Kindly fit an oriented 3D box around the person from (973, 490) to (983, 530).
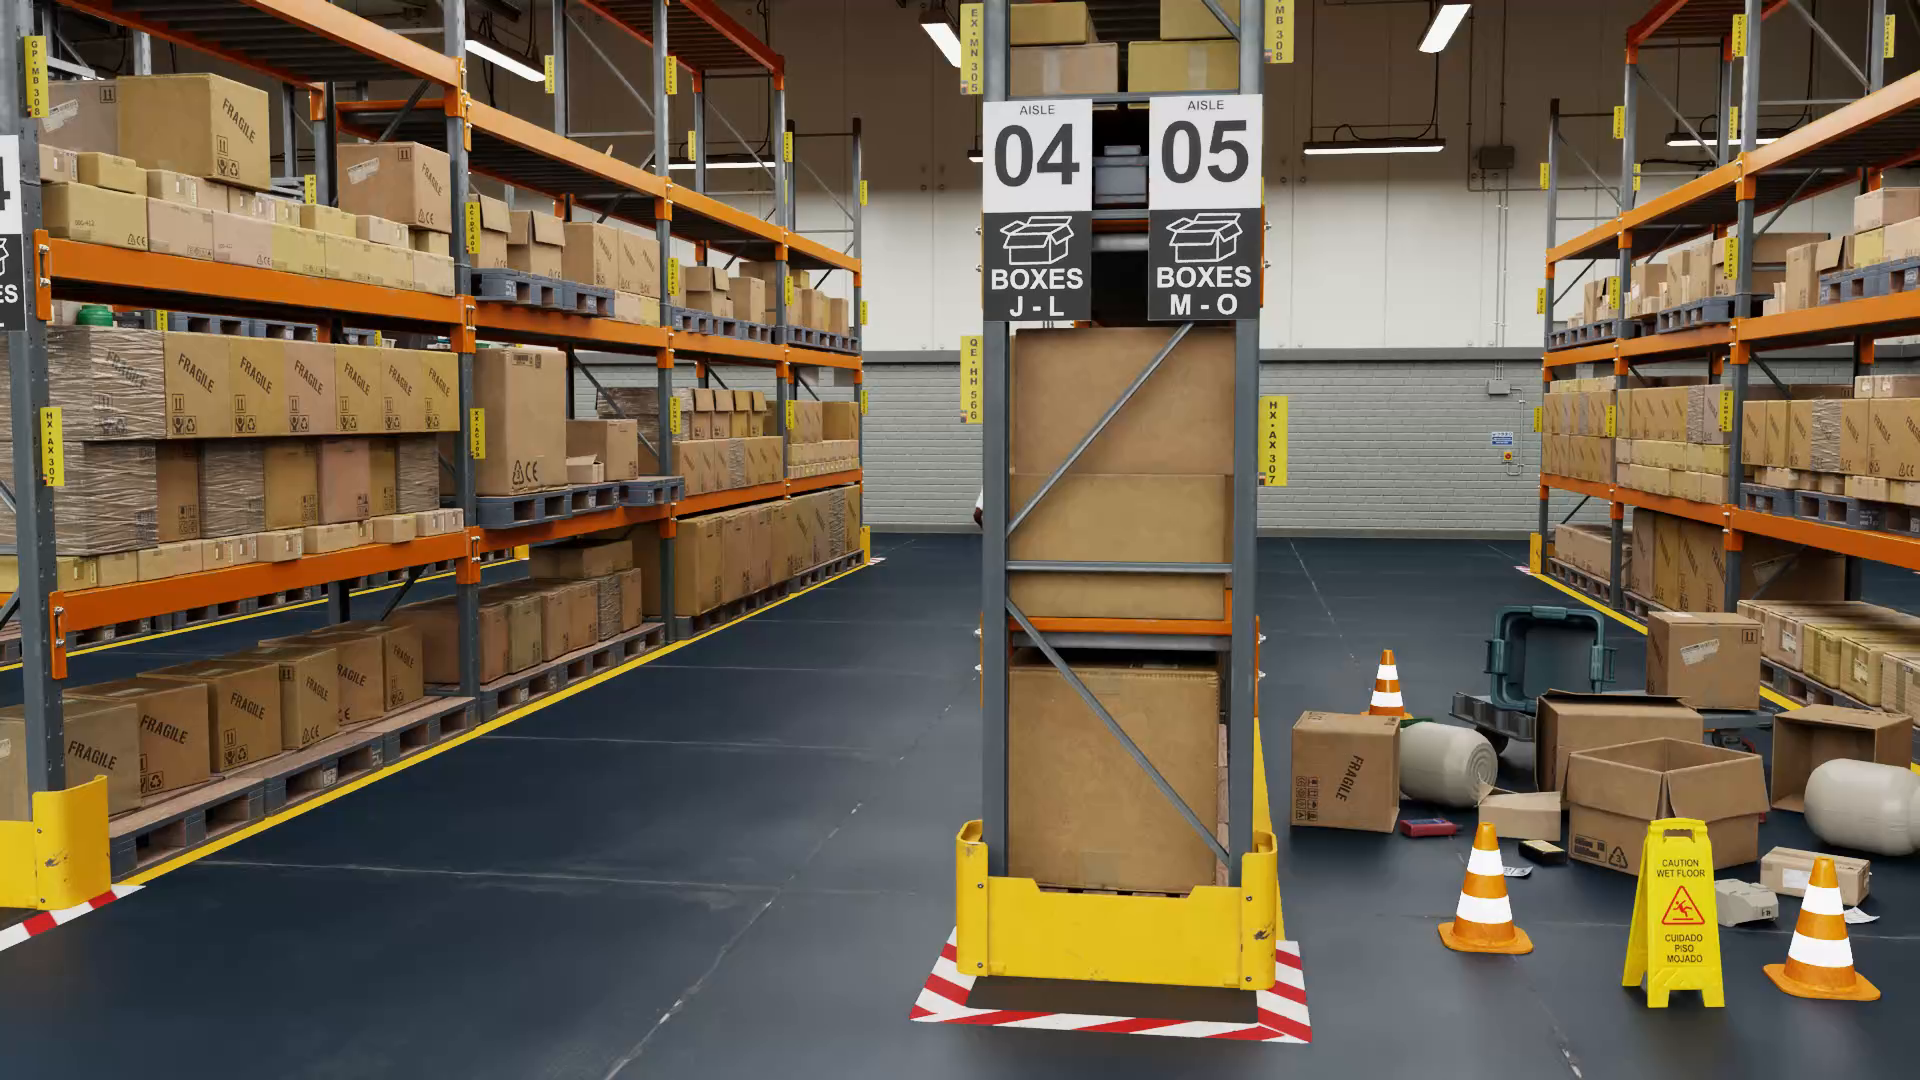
[{"bbox_3d":[0.453,0.058,15.295,0.707,1.687,0.888,-1,5,-16],"label":"person"}]
